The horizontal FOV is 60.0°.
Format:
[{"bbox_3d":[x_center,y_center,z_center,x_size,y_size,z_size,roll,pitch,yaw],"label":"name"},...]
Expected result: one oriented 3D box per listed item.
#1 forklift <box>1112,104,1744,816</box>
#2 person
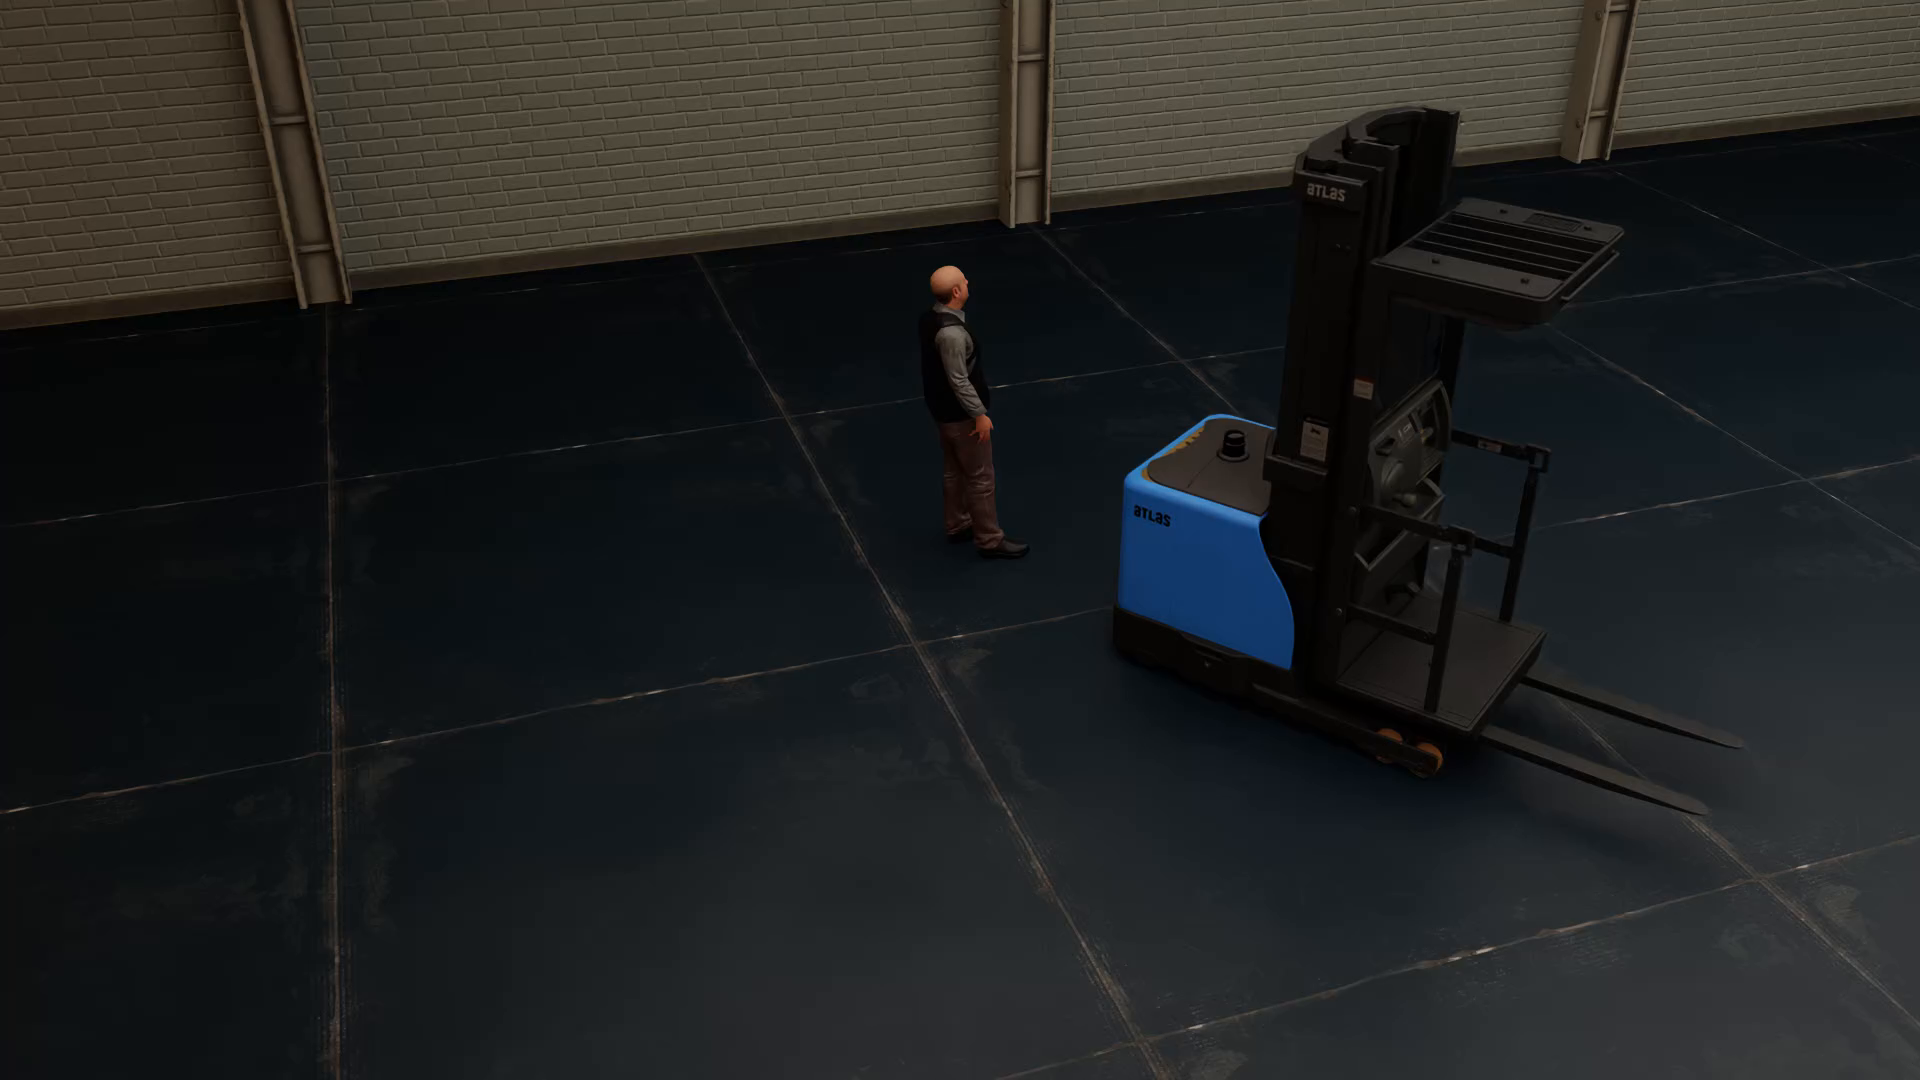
[{"bbox_3d":[2.309,-0.425,7.825,3.031,2.935,1.130,20,35,31],"label":"forklift"},{"bbox_3d":[0.061,-0.758,9.603,0.568,1.720,0.632,-10,31,-16],"label":"person"}]
